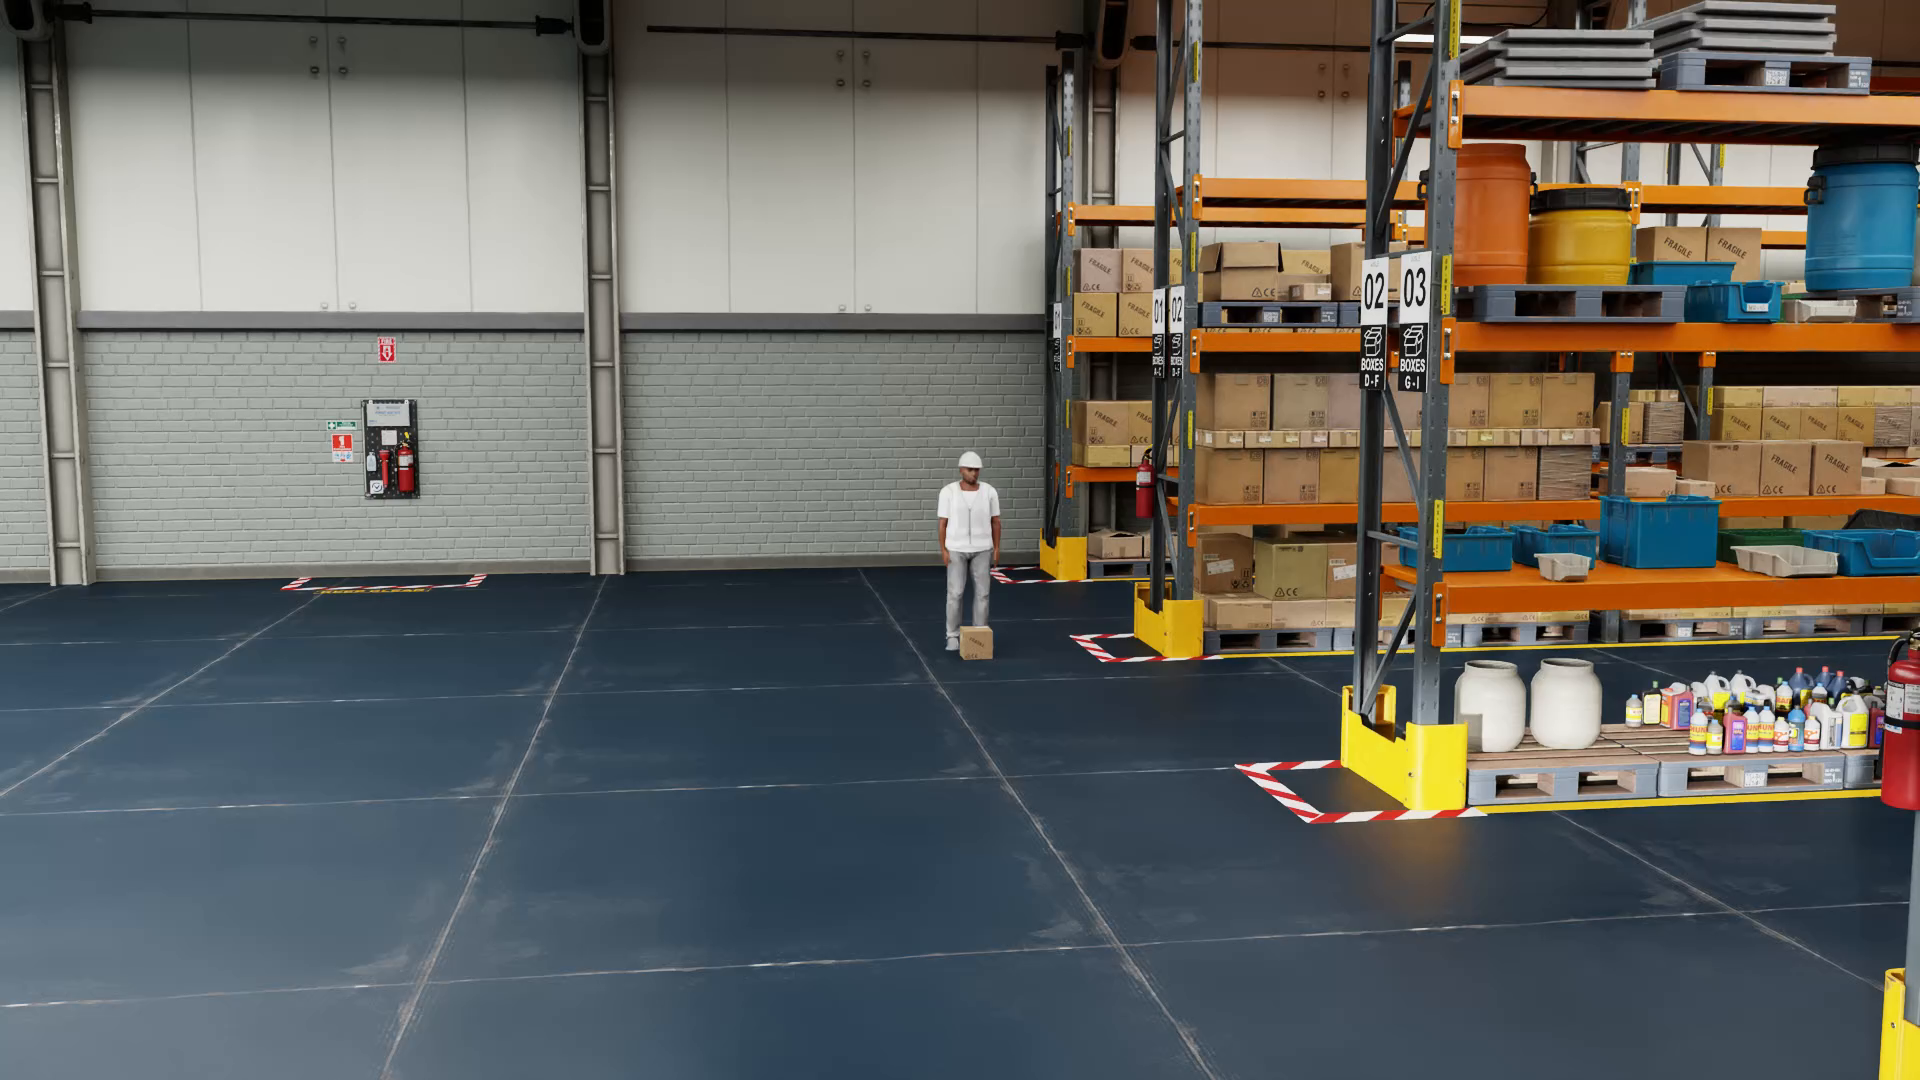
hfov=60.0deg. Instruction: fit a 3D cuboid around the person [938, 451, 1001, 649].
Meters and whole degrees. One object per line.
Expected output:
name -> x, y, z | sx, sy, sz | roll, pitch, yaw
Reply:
person -> 0.090, 0.088, 14.843 | 0.565, 1.764, 0.358 | -1, 6, -7
